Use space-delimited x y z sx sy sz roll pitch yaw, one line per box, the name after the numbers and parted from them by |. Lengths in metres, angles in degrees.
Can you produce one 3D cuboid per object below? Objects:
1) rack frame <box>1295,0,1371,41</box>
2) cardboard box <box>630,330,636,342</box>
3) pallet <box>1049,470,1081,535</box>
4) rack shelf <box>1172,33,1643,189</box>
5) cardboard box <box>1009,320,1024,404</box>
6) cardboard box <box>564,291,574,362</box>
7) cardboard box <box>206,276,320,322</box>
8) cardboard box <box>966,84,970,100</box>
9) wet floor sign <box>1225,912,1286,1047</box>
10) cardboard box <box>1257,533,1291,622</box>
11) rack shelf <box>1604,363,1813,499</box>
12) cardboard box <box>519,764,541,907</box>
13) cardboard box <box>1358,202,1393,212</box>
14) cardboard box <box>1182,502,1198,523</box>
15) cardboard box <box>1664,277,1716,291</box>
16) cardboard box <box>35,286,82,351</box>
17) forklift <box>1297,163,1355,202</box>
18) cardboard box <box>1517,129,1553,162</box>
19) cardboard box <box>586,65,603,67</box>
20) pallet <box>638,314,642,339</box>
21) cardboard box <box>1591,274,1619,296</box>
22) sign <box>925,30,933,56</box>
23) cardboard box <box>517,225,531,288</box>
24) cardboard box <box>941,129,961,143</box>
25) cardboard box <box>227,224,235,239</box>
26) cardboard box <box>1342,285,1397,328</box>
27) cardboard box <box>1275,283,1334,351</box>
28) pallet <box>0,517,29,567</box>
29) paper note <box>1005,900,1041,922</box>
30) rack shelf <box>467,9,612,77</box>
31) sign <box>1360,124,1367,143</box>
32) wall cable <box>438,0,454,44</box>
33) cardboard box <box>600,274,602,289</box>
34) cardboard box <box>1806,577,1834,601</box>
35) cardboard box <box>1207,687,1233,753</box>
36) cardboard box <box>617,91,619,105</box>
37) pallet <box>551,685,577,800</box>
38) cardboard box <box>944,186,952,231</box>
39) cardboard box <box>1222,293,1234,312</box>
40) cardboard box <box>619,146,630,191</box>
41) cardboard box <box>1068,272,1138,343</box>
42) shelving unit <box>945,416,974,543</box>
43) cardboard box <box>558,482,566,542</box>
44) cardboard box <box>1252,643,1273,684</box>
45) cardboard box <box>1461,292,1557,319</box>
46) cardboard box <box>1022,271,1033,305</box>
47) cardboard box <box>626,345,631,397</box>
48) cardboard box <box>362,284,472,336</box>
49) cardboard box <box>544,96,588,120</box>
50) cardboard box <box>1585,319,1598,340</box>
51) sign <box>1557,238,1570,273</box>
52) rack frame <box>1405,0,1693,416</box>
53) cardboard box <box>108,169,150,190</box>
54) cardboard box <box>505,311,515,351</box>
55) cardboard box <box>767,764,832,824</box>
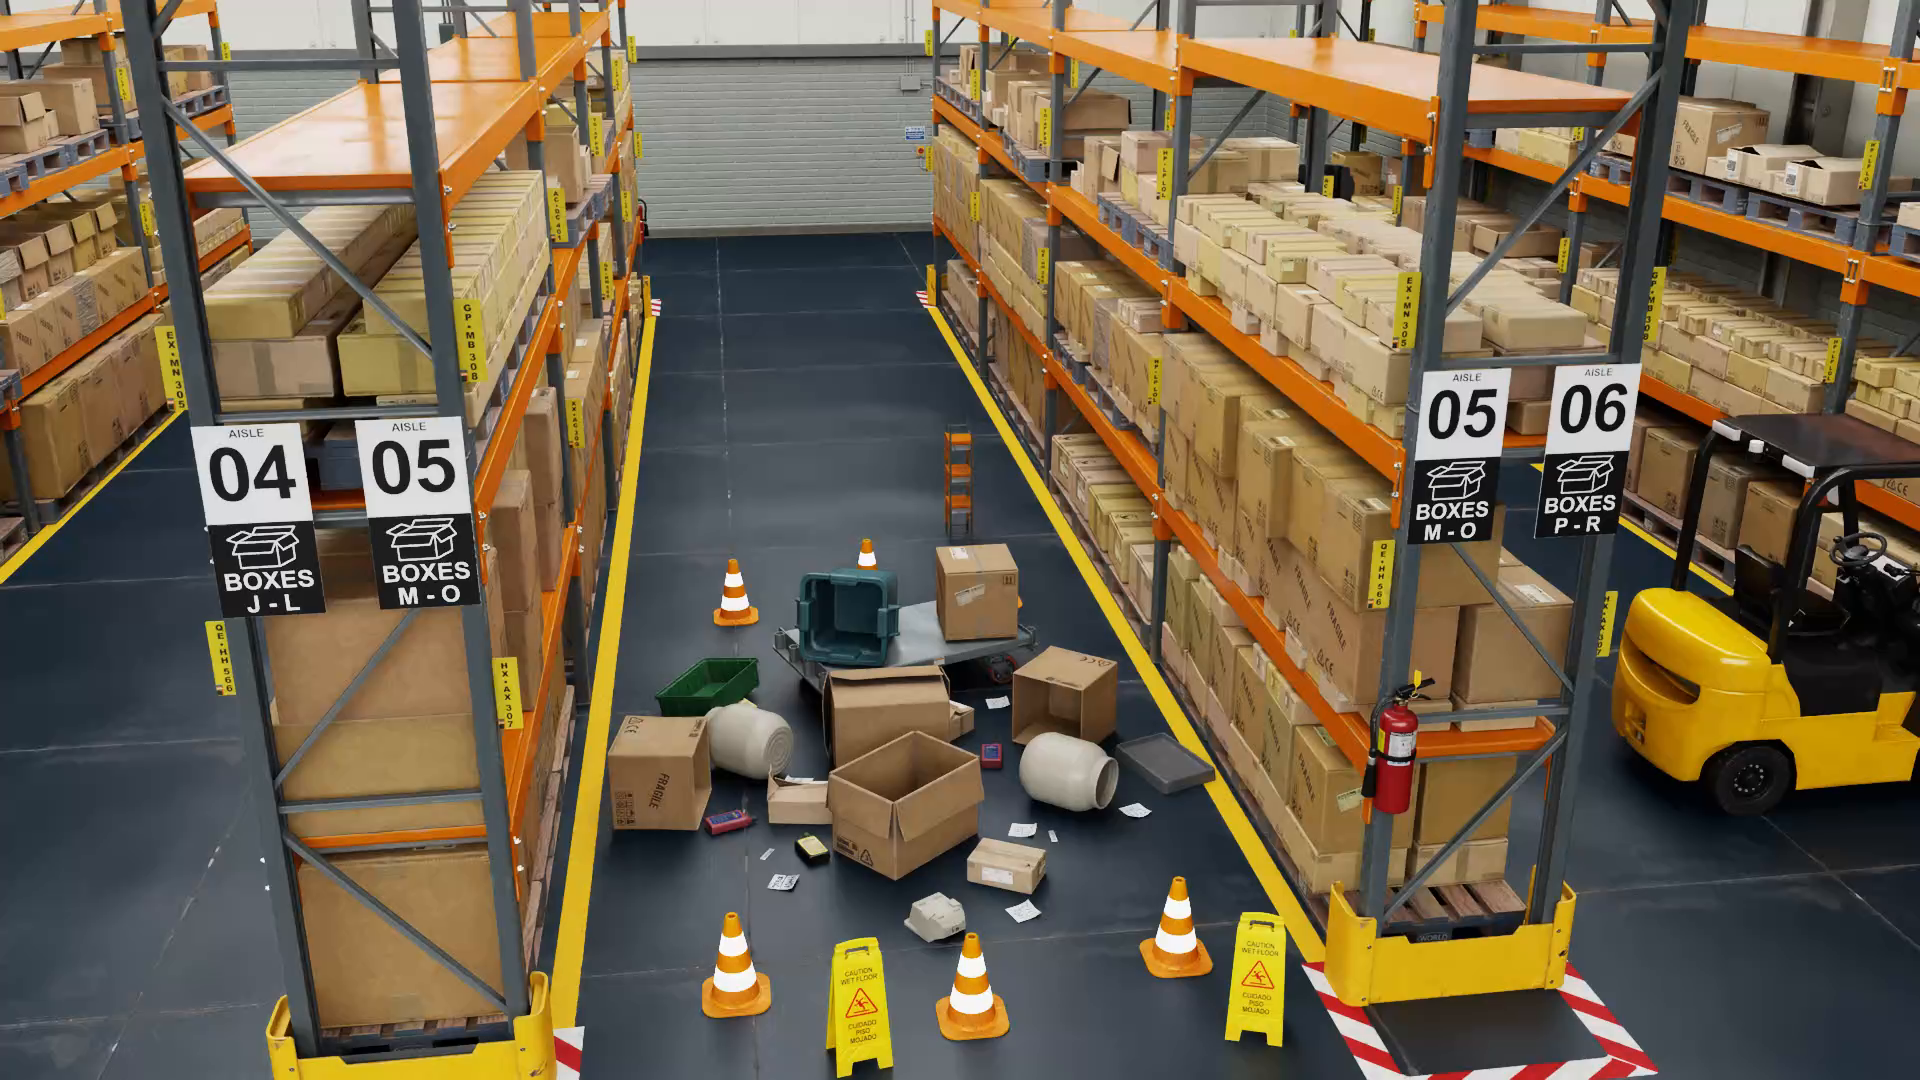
5.052 -7.777 22.251 1.000 3.000 0.127 -3 21 -8 | rack frame
-4.128 -2.496 20.160 0.380 0.149 0.250 -3 21 -9 | cardboard box
1.405 -0.368 14.974 1.003 0.211 1.213 -3 21 -8 | pallet
2.159 -2.339 8.725 1.077 0.370 4.000 -3 21 -8 | rack shelf
1.024 -2.008 17.817 0.875 0.875 0.875 -2 21 -6 | cardboard box
-3.385 -1.667 12.895 0.700 0.500 0.500 -3 21 -9 | cardboard box
-2.855 -0.981 6.819 0.380 0.149 0.250 -3 21 -7 | cardboard box
0.271 -5.157 19.141 0.380 0.149 0.250 -2 21 -6 | cardboard box
1.416 2.048 7.886 0.267 0.644 0.232 4 21 11 | wet floor sign
1.960 0.118 9.120 0.500 0.500 0.500 -3 21 -8 | cardboard box
6.494 -1.167 14.156 1.077 0.370 4.000 -3 21 -8 | rack shelf
-2.729 1.372 8.766 0.875 0.875 0.875 -3 21 -9 | cardboard box
5.227 -3.987 20.468 0.500 0.250 0.500 -3 21 -8 | cardboard box
1.686 -0.232 10.984 0.380 0.149 0.250 -2 21 -6 | cardboard box
6.578 -2.267 15.003 0.380 0.149 0.250 -3 21 -8 | cardboard box
-8.467 -2.030 15.295 0.500 0.500 0.500 -3 21 -9 | cardboard box
3.158 -1.813 14.956 1.130 2.935 3.031 -3 21 -9 | forklift
5.818 -3.871 16.295 0.500 0.250 0.500 -3 21 -8 | cardboard box
-4.117 -5.275 18.769 0.380 0.149 0.250 -4 21 -9 | cardboard box
-4.650 -2.814 21.524 1.003 0.211 1.213 -3 21 -8 | pallet
6.000 -2.330 15.171 0.380 0.149 0.250 -2 21 -7 | cardboard box
-0.409 -6.541 21.866 0.100 0.325 0.005 -3 21 -8 | sign
-2.545 -1.487 8.745 0.500 0.250 0.500 -3 21 -8 | cardboard box
-0.050 -5.214 21.465 0.380 0.149 0.250 -2 21 -6 | cardboard box
-9.214 -3.813 20.572 0.380 0.149 0.250 -3 21 -8 | cardboard box
2.052 -1.117 7.926 0.380 0.149 0.250 -3 21 -8 | cardboard box
1.956 -1.167 8.629 0.500 0.250 0.500 -2 21 -6 | cardboard box
-8.401 0.132 13.636 1.003 0.211 1.213 -3 21 -8 | pallet
0.341 1.989 8.922 0.148 0.019 0.142 -11 23 -26 | paper note
-3.878 -4.639 15.449 1.077 0.370 4.000 -3 21 -8 | rack shelf
5.604 -5.678 23.099 0.100 0.325 0.005 -3 21 -8 | sign
-7.070 -10.664 25.383 2.277 5.999 0.120 -3 21 -8 | wall cable
-3.648 -2.502 16.036 0.380 0.149 0.250 -3 21 -8 | cardboard box
6.524 0.464 12.091 0.500 0.250 0.500 -3 21 -7 | cardboard box
1.856 1.117 10.342 0.500 0.250 0.500 -3 21 -8 | cardboard box
-4.065 -4.966 18.512 0.500 0.250 0.500 -3 21 -8 | cardboard box
-2.981 1.298 10.513 1.003 0.211 1.213 -3 21 -8 | pallet
0.082 -4.230 21.186 0.500 0.500 0.500 -3 21 -8 | cardboard box
1.797 -1.465 9.997 0.380 0.149 0.250 -2 21 -6 | cardboard box
-4.195 -4.401 19.789 0.500 0.500 0.500 -4 21 -10 | cardboard box
1.212 -1.980 14.137 0.500 0.500 0.500 -2 21 -5 | cardboard box
-0.008 -0.510 14.156 0.215 1.050 0.252 -3 21 -8 | shelving unit
-2.948 -0.219 10.374 0.875 0.550 0.550 -3 21 -8 | cardboard box
1.885 0.695 9.474 0.380 0.149 0.250 -2 21 -5 | cardboard box
2.546 -1.056 7.763 0.380 0.149 0.250 -3 21 -8 | cardboard box
0.895 -2.441 16.039 0.500 0.250 0.500 -3 21 -9 | cardboard box
-3.810 -1.827 17.868 0.500 0.500 0.500 -3 21 -9 | cardboard box
-2.170 -0.927 6.674 0.380 0.149 0.250 -3 21 -7 | cardboard box
-3.525 -3.890 14.894 0.396 0.266 0.258 -3 21 -8 | cardboard box
6.027 -1.960 15.466 0.500 0.250 0.500 -3 21 -8 | cardboard box
5.670 -2.671 15.614 0.100 0.325 0.005 -3 21 -8 | sign
2.447 -1.985 6.745 1.000 3.000 0.127 -3 21 -8 | rack frame
-9.711 -4.103 19.707 0.500 0.500 0.500 -3 21 -9 | cardboard box
-2.351 -0.993 7.992 0.380 0.149 0.250 -3 21 -8 | cardboard box
-0.943 1.508 9.874 0.396 0.266 0.258 1 20 2 | cardboard box
